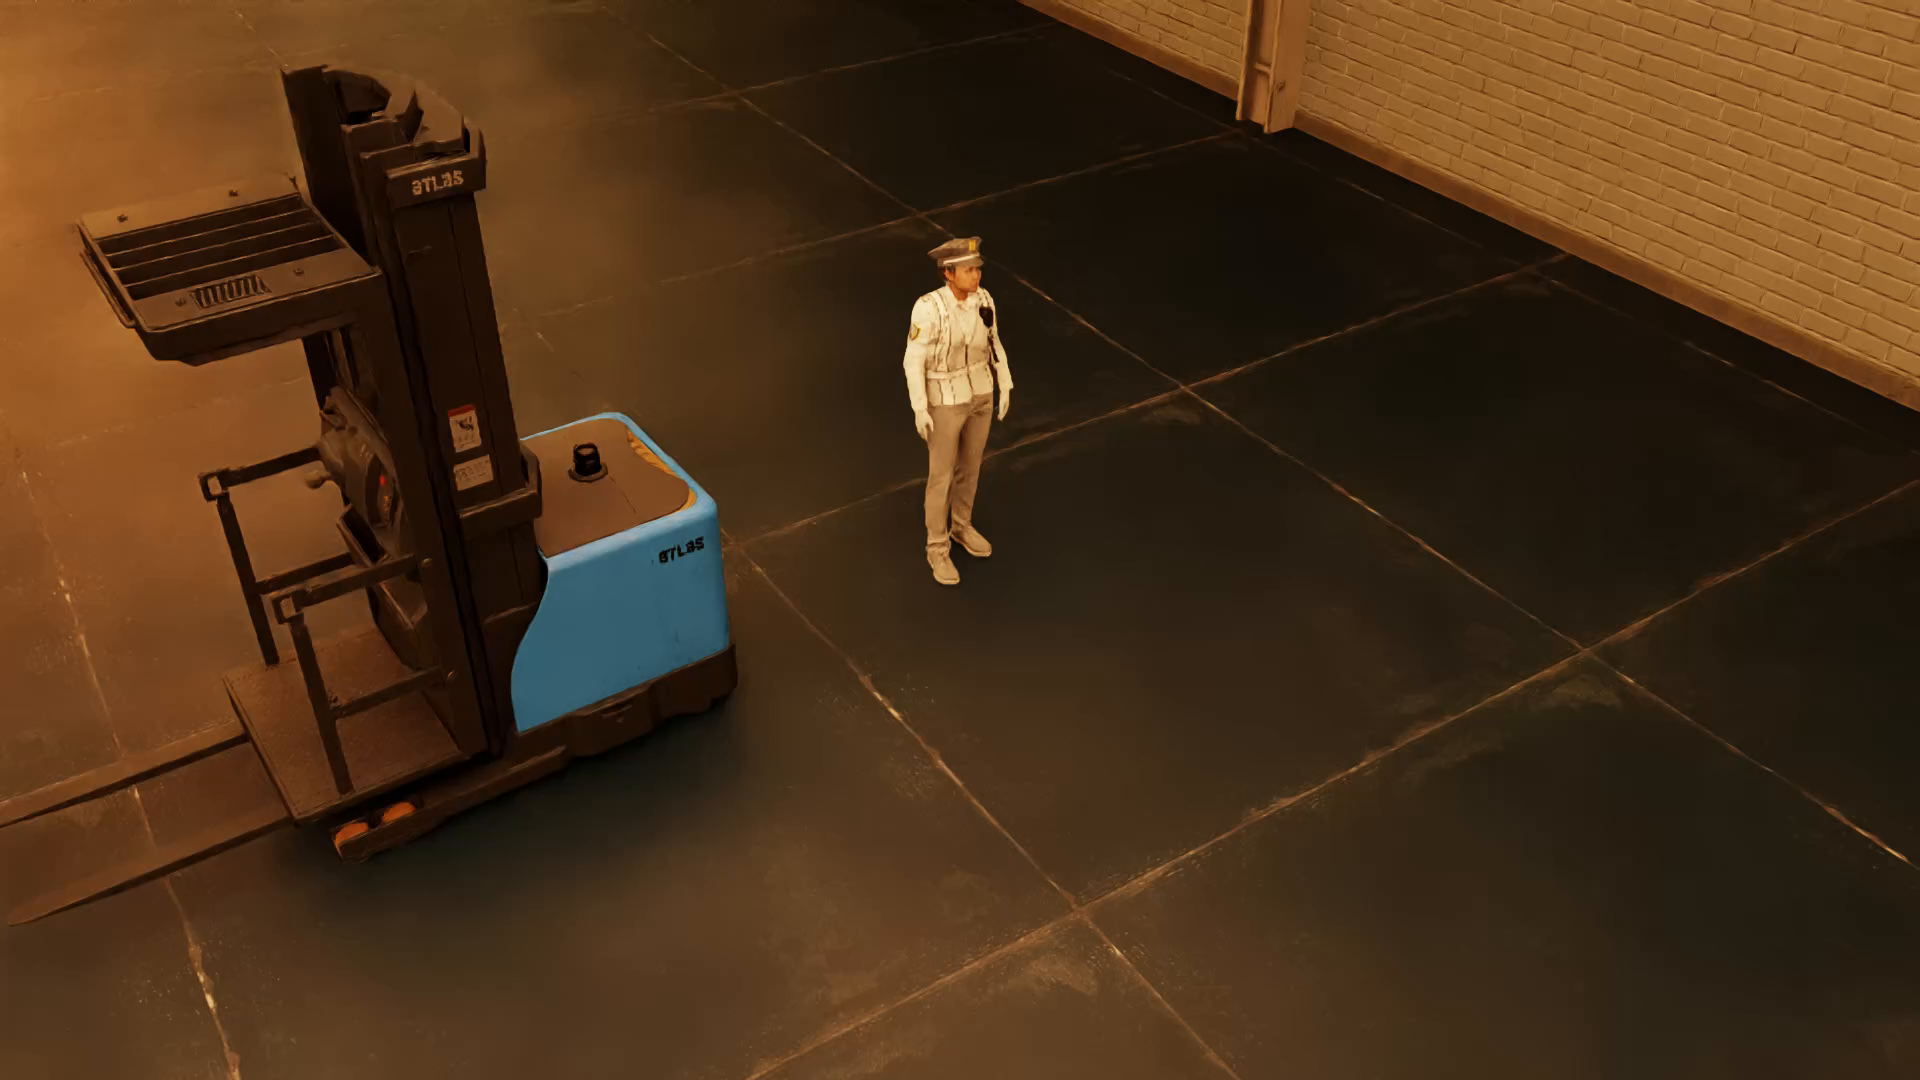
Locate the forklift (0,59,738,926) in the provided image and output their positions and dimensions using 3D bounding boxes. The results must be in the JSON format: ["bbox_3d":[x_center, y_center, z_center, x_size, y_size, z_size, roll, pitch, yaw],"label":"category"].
[{"bbox_3d":[-2.522,-0.224,6.466,3.031,2.935,1.130,-22,41,-28],"label":"forklift"}]

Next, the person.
[{"bbox_3d":[0.031,-0.665,8.156,0.586,1.695,0.532,-21,40,-27],"label":"person"}]
